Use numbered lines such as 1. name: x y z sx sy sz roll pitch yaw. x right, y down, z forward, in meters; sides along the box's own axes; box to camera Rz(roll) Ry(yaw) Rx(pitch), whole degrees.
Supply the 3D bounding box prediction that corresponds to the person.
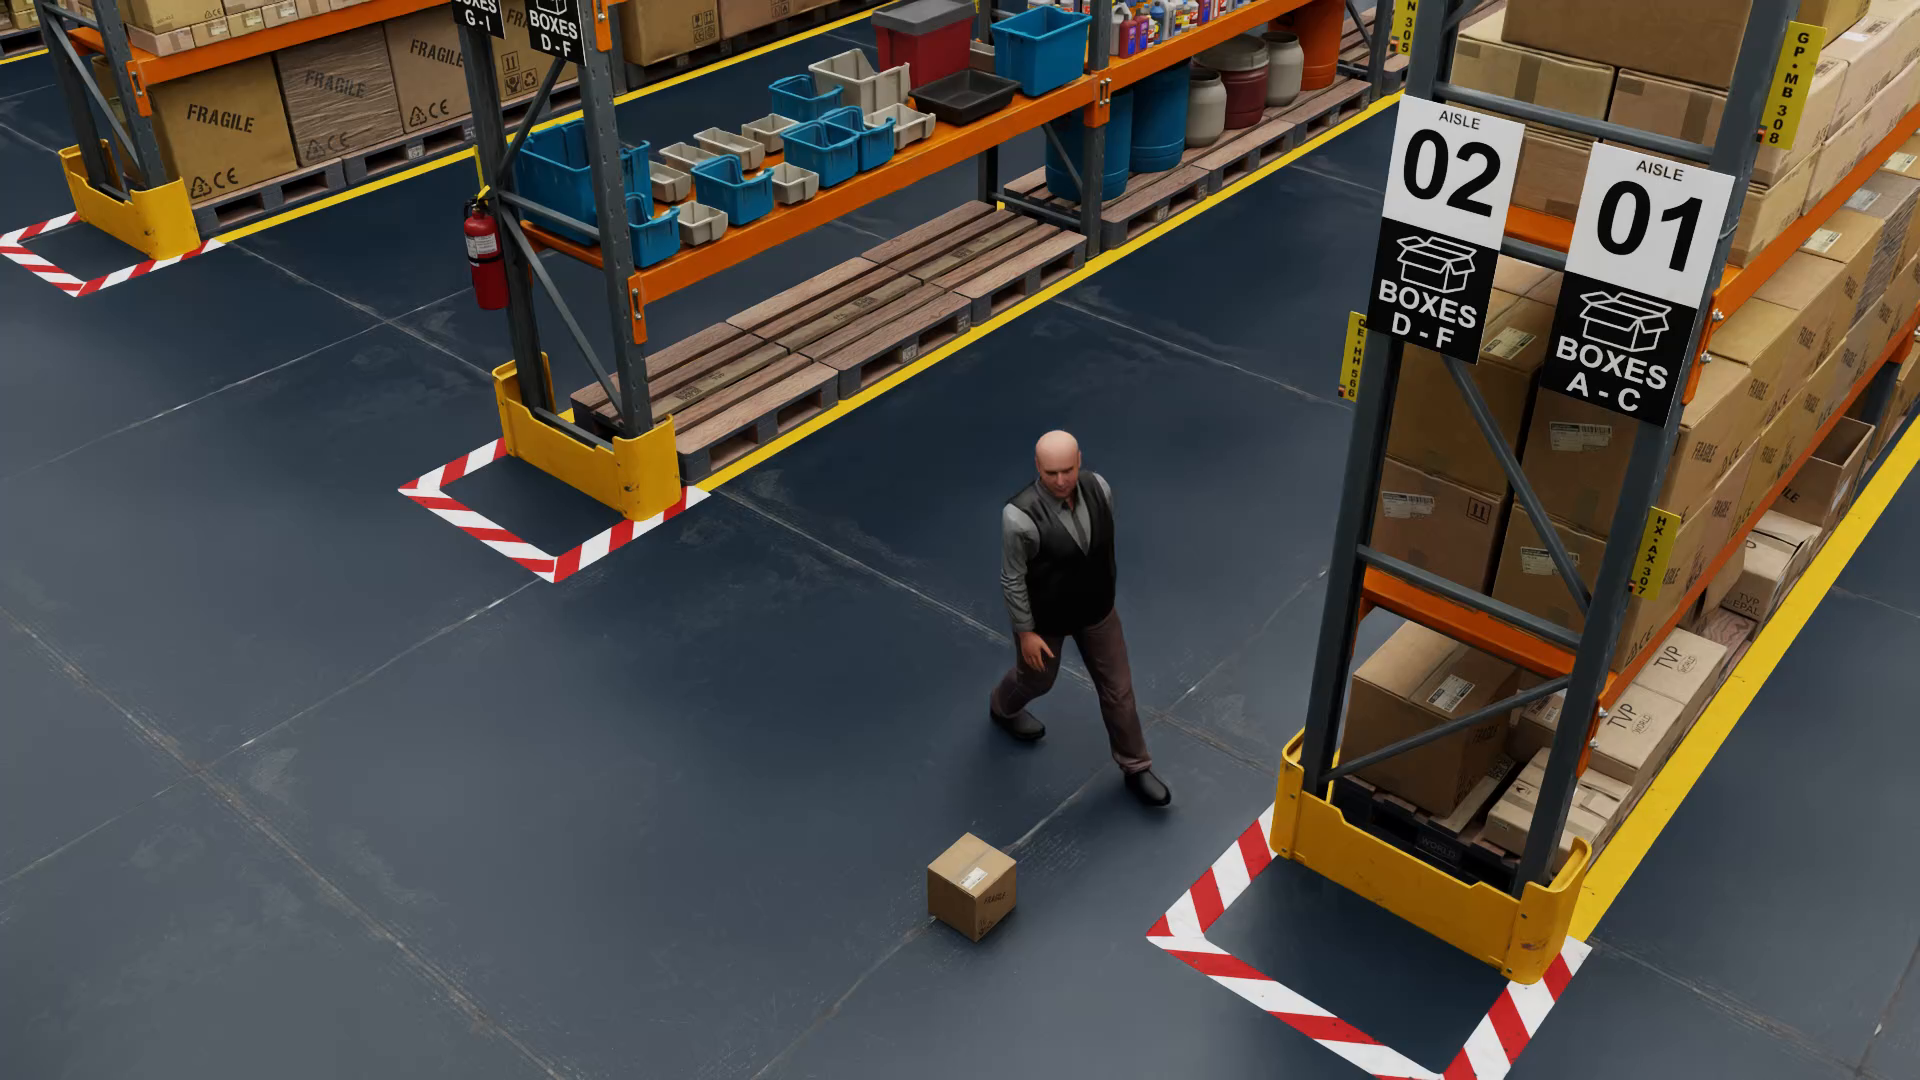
1. person: 0.462 0.300 6.750 0.619 1.670 0.949 -18 39 -24
